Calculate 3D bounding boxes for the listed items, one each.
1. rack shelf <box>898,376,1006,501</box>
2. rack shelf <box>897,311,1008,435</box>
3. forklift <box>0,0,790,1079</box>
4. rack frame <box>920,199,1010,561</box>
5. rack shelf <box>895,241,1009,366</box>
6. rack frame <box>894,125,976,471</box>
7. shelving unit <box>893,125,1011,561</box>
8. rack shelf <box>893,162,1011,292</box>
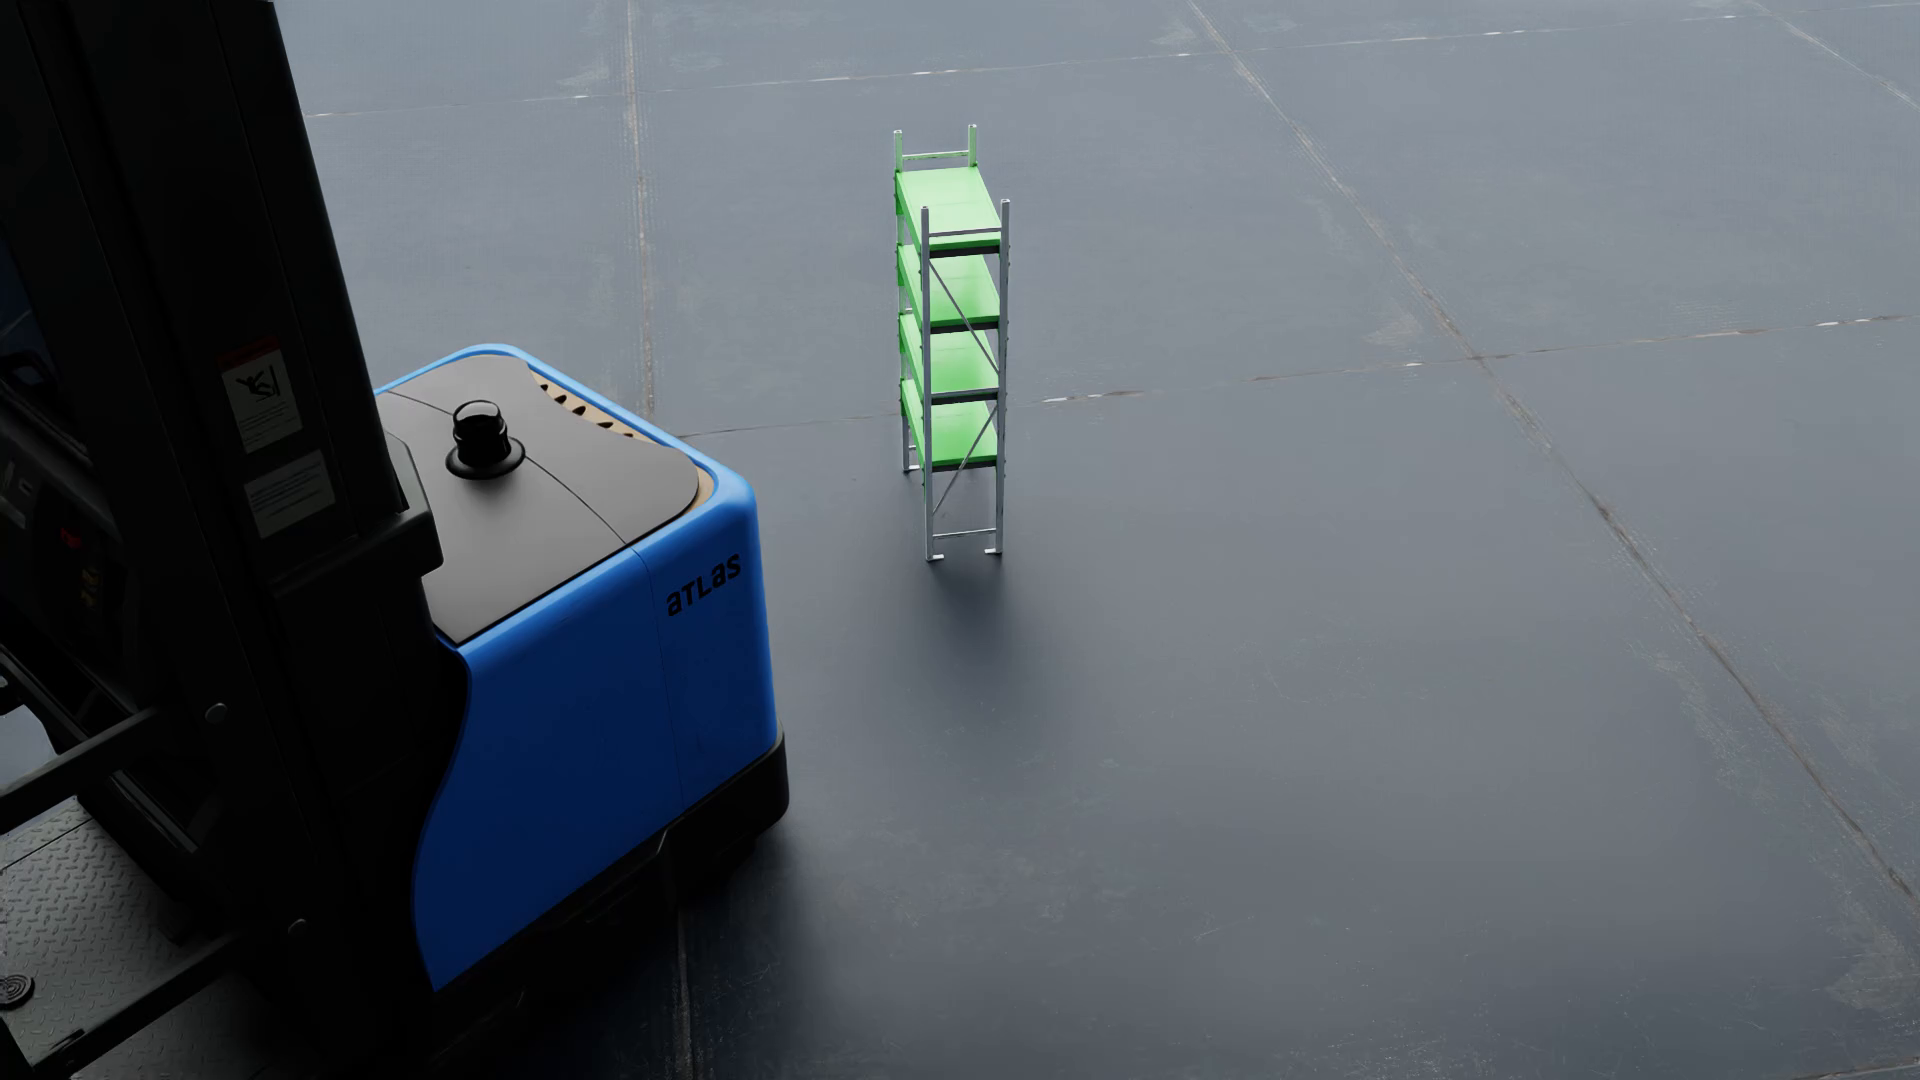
[{"bbox_3d":[-0.029,-0.334,5.197,0.258,0.148,0.480,-6,38,-8],"label":"rack shelf"},{"bbox_3d":[-0.029,-0.523,5.050,0.258,0.148,0.480,-6,38,-8],"label":"rack shelf"},{"bbox_3d":[-1.793,0.044,2.804,1.130,2.935,3.031,29,46,32],"label":"forklift"},{"bbox_3d":[0.014,-0.426,4.821,0.240,1.200,0.015,-6,38,-8],"label":"rack frame"},{"bbox_3d":[-0.029,-0.713,4.903,0.258,0.148,0.480,-6,38,-8],"label":"rack shelf"},{"bbox_3d":[-0.072,-0.721,5.200,0.240,1.200,0.015,-6,38,-8],"label":"rack frame"},{"bbox_3d":[-0.029,-0.574,5.011,0.258,1.200,0.503,-6,38,-8],"label":"shelving unit"},{"bbox_3d":[-0.029,-0.902,4.755,0.258,0.148,0.480,-6,38,-8],"label":"rack shelf"}]
